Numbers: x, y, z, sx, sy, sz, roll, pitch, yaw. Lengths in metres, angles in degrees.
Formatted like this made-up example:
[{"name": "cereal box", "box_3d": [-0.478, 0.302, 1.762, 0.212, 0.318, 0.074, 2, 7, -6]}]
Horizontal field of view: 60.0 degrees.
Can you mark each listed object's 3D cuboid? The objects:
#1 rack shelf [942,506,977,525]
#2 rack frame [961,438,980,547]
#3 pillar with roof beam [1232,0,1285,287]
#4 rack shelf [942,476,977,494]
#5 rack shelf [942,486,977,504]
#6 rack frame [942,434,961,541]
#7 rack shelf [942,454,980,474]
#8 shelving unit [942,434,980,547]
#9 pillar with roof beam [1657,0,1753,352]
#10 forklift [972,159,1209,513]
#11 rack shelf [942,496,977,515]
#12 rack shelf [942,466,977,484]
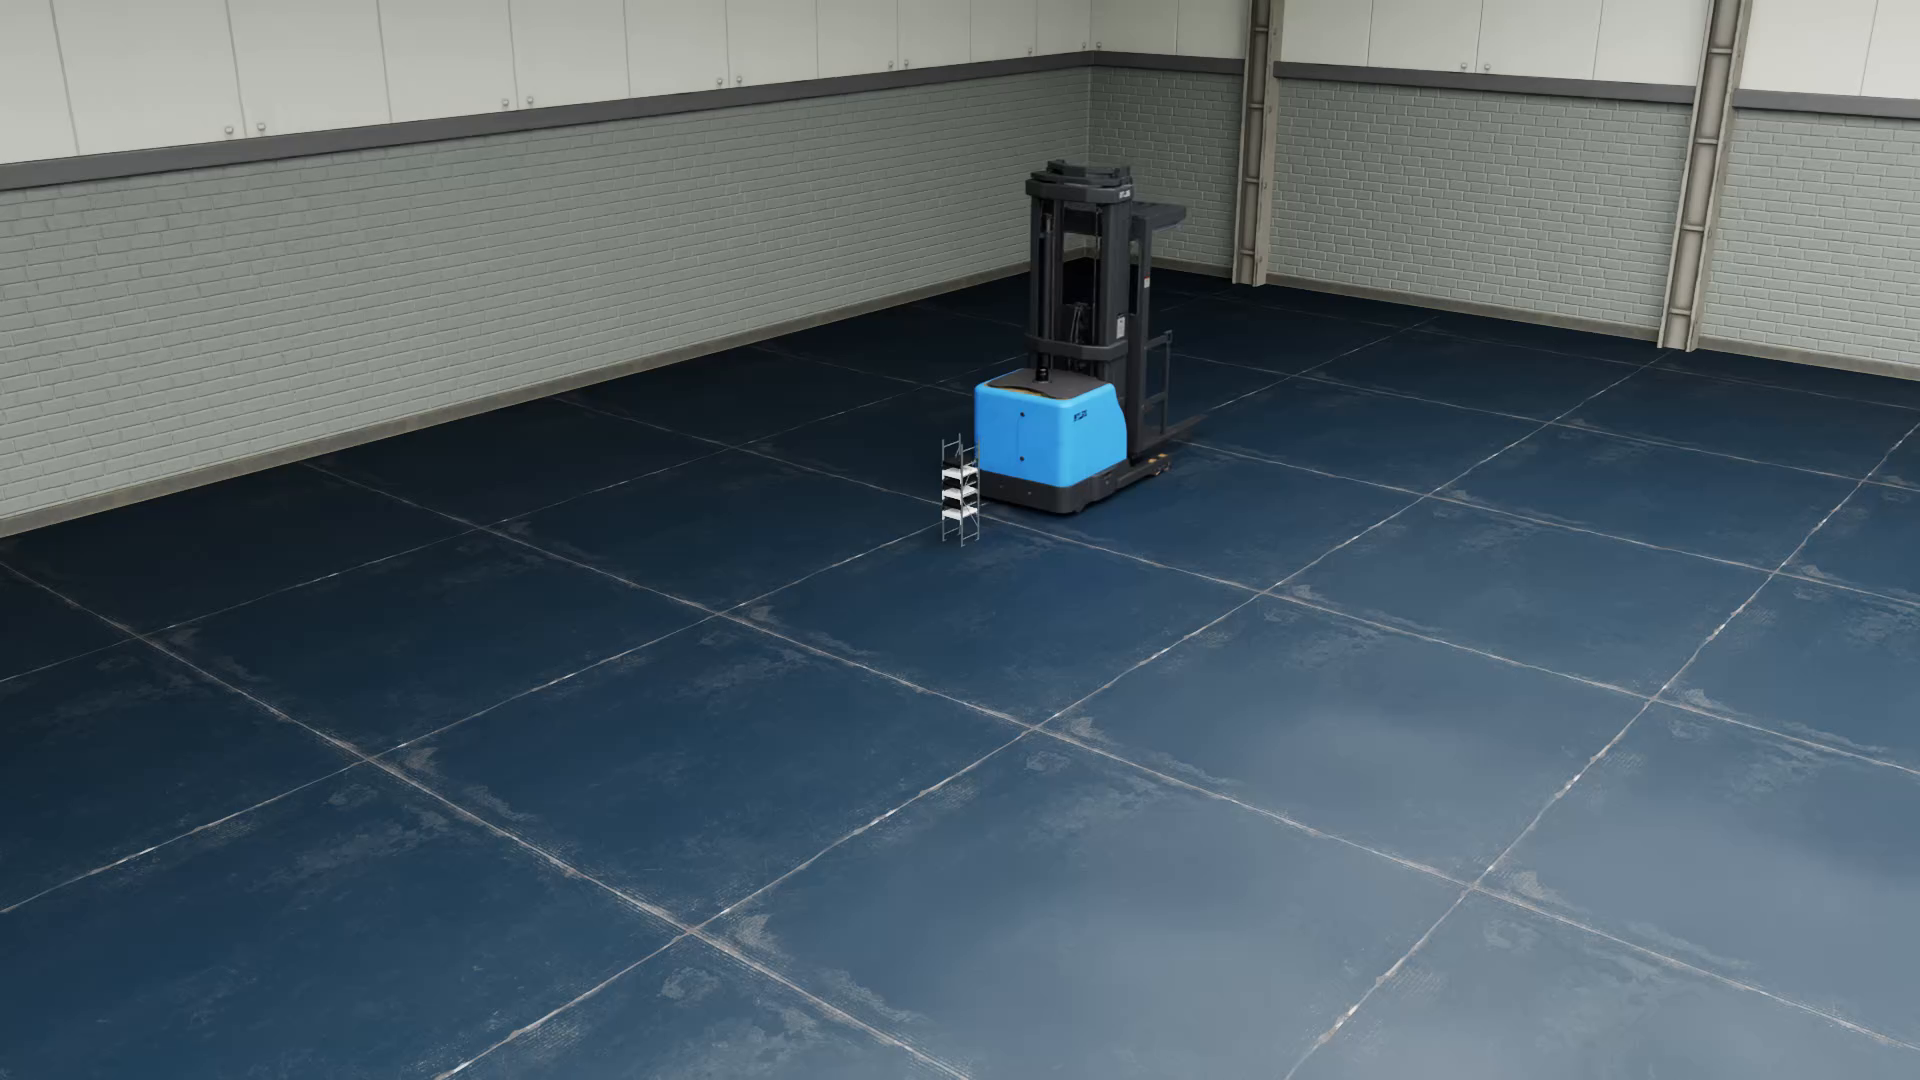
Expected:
[{"name": "rack shelf", "box_3d": [0.006, -0.220, 14.080, 0.200, 0.077, 0.258, 16, 26, 36]}, {"name": "rack frame", "box_3d": [0.085, -0.397, 13.944, 0.006, 0.900, 0.240, 16, 26, 36]}, {"name": "pillar with roof beam", "box_3d": [1.449, -6.742, 19.292, 0.400, 9.000, 9.100, 16, 26, 36]}, {"name": "rack shelf", "box_3d": [0.006, -0.472, 13.985, 0.200, 0.077, 0.258, 16, 26, 36]}, {"name": "rack shelf", "box_3d": [0.006, -0.388, 14.016, 0.200, 0.077, 0.258, 16, 26, 36]}, {"name": "rack frame", "box_3d": [-0.072, -0.442, 14.065, 0.006, 0.900, 0.240, 16, 26, 36]}, {"name": "rack shelf", "box_3d": [0.006, -0.641, 13.921, 0.200, 0.077, 0.258, 16, 26, 36]}, {"name": "shelving unit", "box_3d": [0.006, -0.419, 14.005, 0.210, 0.900, 0.258, 16, 26, 36]}, {"name": "pillar with roof beam", "box_3d": [6.098, -5.403, 15.742, 0.400, 9.000, 9.100, 16, 26, 36]}, {"name": "forklift", "box_3d": [1.377, -2.064, 15.487, 1.130, 2.935, 3.031, 14, 25, 33]}, {"name": "rack shelf", "box_3d": [0.006, -0.304, 14.048, 0.200, 0.077, 0.258, 16, 26, 36]}, {"name": "rack shelf", "box_3d": [0.006, -0.556, 13.953, 0.200, 0.077, 0.258, 16, 26, 36]}]
